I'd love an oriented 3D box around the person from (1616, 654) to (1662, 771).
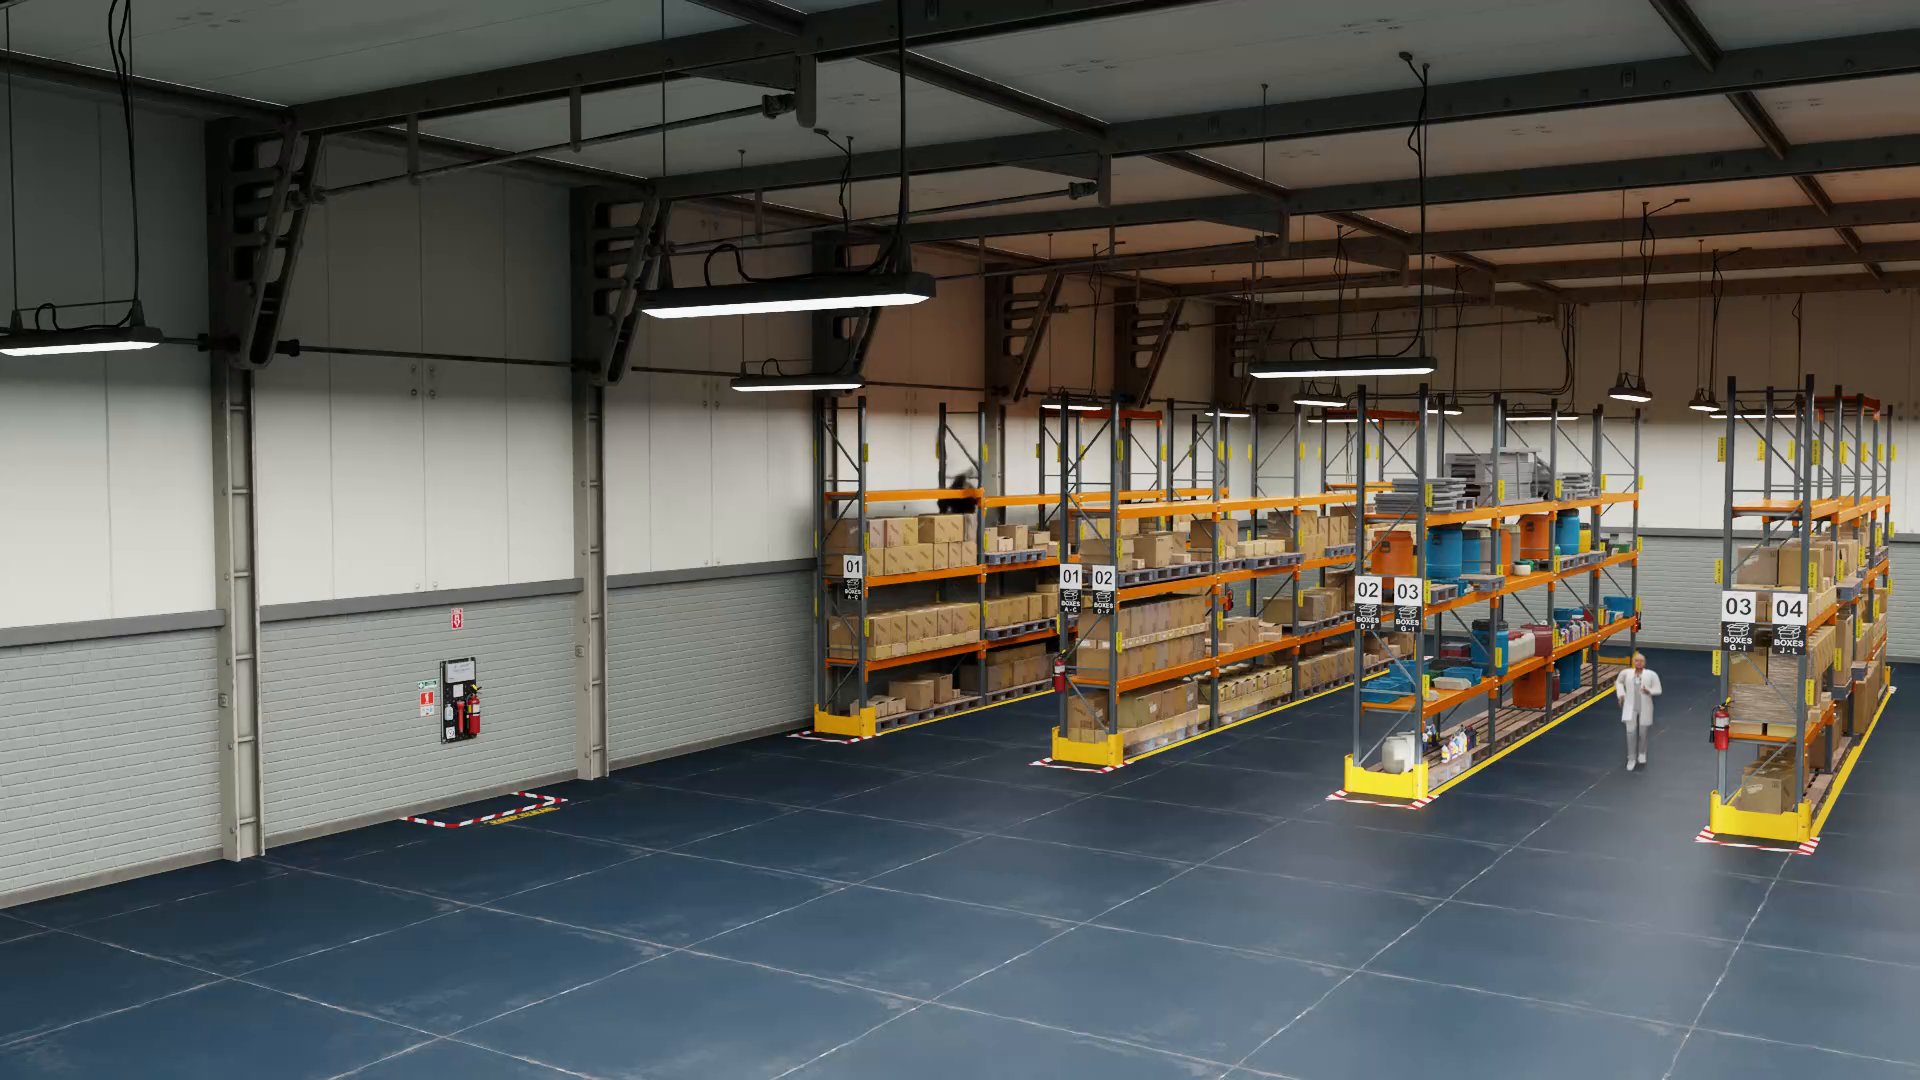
[{"bbox_3d":[10.789,2.815,26.468,0.694,1.626,0.876,1,3,25],"label":"person"}]
